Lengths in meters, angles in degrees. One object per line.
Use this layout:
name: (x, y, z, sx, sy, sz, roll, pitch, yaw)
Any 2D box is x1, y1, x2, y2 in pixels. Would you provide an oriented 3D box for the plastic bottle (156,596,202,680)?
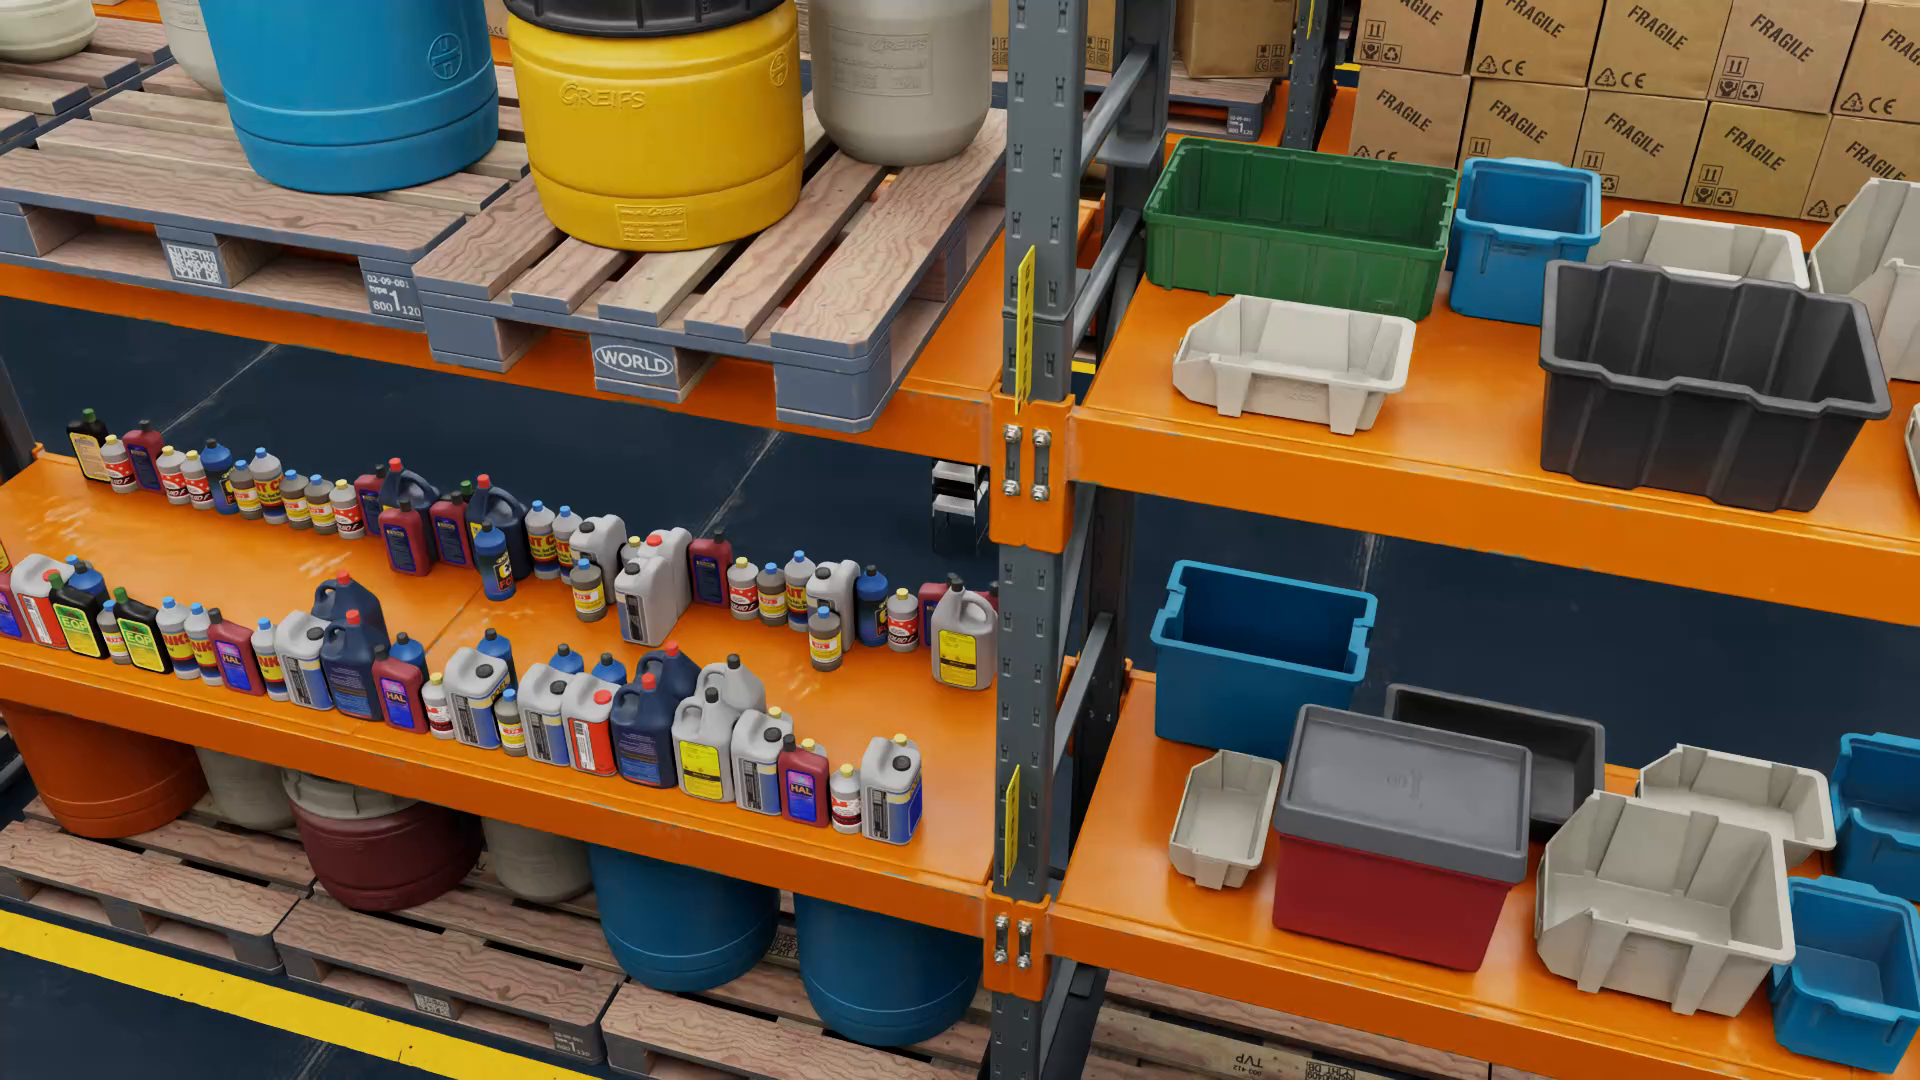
plastic bottle: (-2.318, 0.283, 4.944, 0.097, 0.271, 0.097, 0, 36, 0)

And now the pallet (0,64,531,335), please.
pallet: (-1.569, -0.918, 4.095, 1.213, 0.211, 1.003, 10, 38, 14)

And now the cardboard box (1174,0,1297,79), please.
cardboard box: (1.387, -2.725, 8.484, 0.500, 0.500, 0.700, -1, 36, -2)

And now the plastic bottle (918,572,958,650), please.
plastic bottle: (-0.058, 0.214, 5.028, 0.133, 0.283, 0.061, 10, 38, 14)

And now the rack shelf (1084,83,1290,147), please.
rack shelf: (-0.137, -2.448, 8.988, 3.809, 0.124, 0.919, 10, 38, 14)

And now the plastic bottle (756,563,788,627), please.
plastic bottle: (-0.581, 0.161, 5.168, 0.097, 0.201, 0.097, 0, 36, 0)

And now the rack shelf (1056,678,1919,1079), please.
rack shelf: (2.201, 1.061, 4.220, 3.809, 0.124, 0.919, 10, 38, 14)

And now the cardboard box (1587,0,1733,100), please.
cardboard box: (3.121, -2.324, 7.449, 0.500, 0.500, 0.500, 9, 37, 13)

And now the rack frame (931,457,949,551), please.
rack frame: (-0.089, -0.379, 7.506, 0.006, 0.900, 0.240, 10, 38, 14)

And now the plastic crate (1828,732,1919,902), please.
plastic crate: (2.429, 0.731, 4.317, 0.300, 0.233, 0.416, 10, 38, 14)

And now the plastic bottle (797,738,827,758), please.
plastic bottle: (-0.409, 0.627, 4.536, 0.097, 0.201, 0.097, 0, 36, 0)

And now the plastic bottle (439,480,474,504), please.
plastic bottle: (-1.618, -0.075, 5.420, 0.133, 0.283, 0.061, 10, 38, 14)

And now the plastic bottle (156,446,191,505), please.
plastic bottle: (-2.688, -0.229, 5.698, 0.097, 0.201, 0.097, 0, 36, 0)

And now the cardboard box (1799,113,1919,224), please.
cardboard box: (4.111, -1.745, 7.506, 0.500, 0.500, 0.500, 11, 38, 14)

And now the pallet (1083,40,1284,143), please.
pallet: (1.042, -2.431, 8.685, 1.213, 0.211, 1.003, 10, 38, 14)

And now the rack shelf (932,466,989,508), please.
rack shelf: (0.008, -0.262, 7.554, 0.200, 0.077, 0.258, 10, 38, 14)

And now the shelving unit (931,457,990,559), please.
shelving unit: (0.008, -0.361, 7.481, 0.210, 0.900, 0.258, 10, 38, 14)

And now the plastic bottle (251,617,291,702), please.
plastic bottle: (-2.005, 0.341, 4.865, 0.097, 0.271, 0.097, 0, 36, 0)

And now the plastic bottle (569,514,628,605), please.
plastic bottle: (-1.142, 0.044, 5.264, 0.135, 0.276, 0.152, 10, 38, 14)

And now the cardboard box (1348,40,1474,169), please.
cardboard box: (2.178, -2.102, 7.991, 0.500, 0.500, 0.500, 11, 38, 15)

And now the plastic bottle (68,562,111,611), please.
plastic bottle: (-2.647, 0.184, 5.078, 0.097, 0.271, 0.097, 0, 36, 0)

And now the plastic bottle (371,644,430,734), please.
plastic bottle: (-1.595, 0.423, 4.743, 0.133, 0.283, 0.061, 10, 38, 14)

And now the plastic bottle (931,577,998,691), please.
plastic bottle: (0.014, 0.263, 4.903, 0.185, 0.351, 0.144, 10, 38, 14)

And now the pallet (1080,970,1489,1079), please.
pallet: (1.005, 1.727, 5.225, 1.213, 0.211, 1.003, 10, 38, 14)

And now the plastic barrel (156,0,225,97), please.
plastic barrel: (-1.789, -1.415, 4.142, 0.433, 0.535, 0.433, 0, 36, 0)

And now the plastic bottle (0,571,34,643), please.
plastic bottle: (-2.909, 0.180, 5.074, 0.133, 0.283, 0.061, 10, 38, 14)

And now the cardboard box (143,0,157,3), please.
cardboard box: (-4.633, -3.522, 9.920, 0.500, 0.500, 0.500, 13, 38, 17)

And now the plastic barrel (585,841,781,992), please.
plastic barrel: (-0.898, 0.941, 5.356, 0.708, 0.901, 0.600, 10, 38, 14)

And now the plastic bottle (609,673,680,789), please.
plastic bottle: (-0.859, 0.506, 4.573, 0.185, 0.351, 0.144, 10, 38, 14)

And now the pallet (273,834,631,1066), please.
pallet: (-1.600, 1.245, 5.881, 1.213, 0.211, 1.003, 10, 38, 14)

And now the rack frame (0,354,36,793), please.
rack frame: (-3.526, -0.211, 5.506, 0.127, 3.000, 1.000, 10, 38, 14)

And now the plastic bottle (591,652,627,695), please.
plastic bottle: (-0.991, 0.434, 4.739, 0.097, 0.271, 0.097, 0, 36, 0)

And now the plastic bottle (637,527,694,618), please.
plastic bottle: (-0.920, 0.085, 5.208, 0.135, 0.276, 0.152, 10, 38, 14)

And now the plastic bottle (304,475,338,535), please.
plastic bottle: (-2.130, -0.126, 5.558, 0.097, 0.201, 0.097, 0, 36, 0)

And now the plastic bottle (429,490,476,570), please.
plastic bottle: (-1.636, -0.041, 5.373, 0.133, 0.283, 0.061, 10, 38, 14)

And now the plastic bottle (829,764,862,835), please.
plastic bottle: (-0.300, 0.685, 4.457, 0.097, 0.201, 0.097, 0, 36, 0)

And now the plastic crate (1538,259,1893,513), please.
plastic crate: (1.396, -0.284, 3.186, 0.590, 0.269, 0.497, 10, 38, 14)

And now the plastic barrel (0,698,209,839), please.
plastic barrel: (-3.054, 0.571, 5.920, 0.708, 0.830, 0.600, 10, 38, 14)

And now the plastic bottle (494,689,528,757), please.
plastic bottle: (-1.258, 0.507, 4.698, 0.097, 0.201, 0.097, 0, 36, 0)

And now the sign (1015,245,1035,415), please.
sign: (0.126, -0.404, 3.231, 0.005, 0.325, 0.100, 10, 38, 14)

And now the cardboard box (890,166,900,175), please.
cardboard box: (-0.086, -1.970, 9.633, 0.500, 0.500, 0.500, 9, 37, 12)

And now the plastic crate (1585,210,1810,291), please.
plastic crate: (1.619, -0.596, 3.721, 0.466, 0.136, 0.293, 10, 38, 14)
